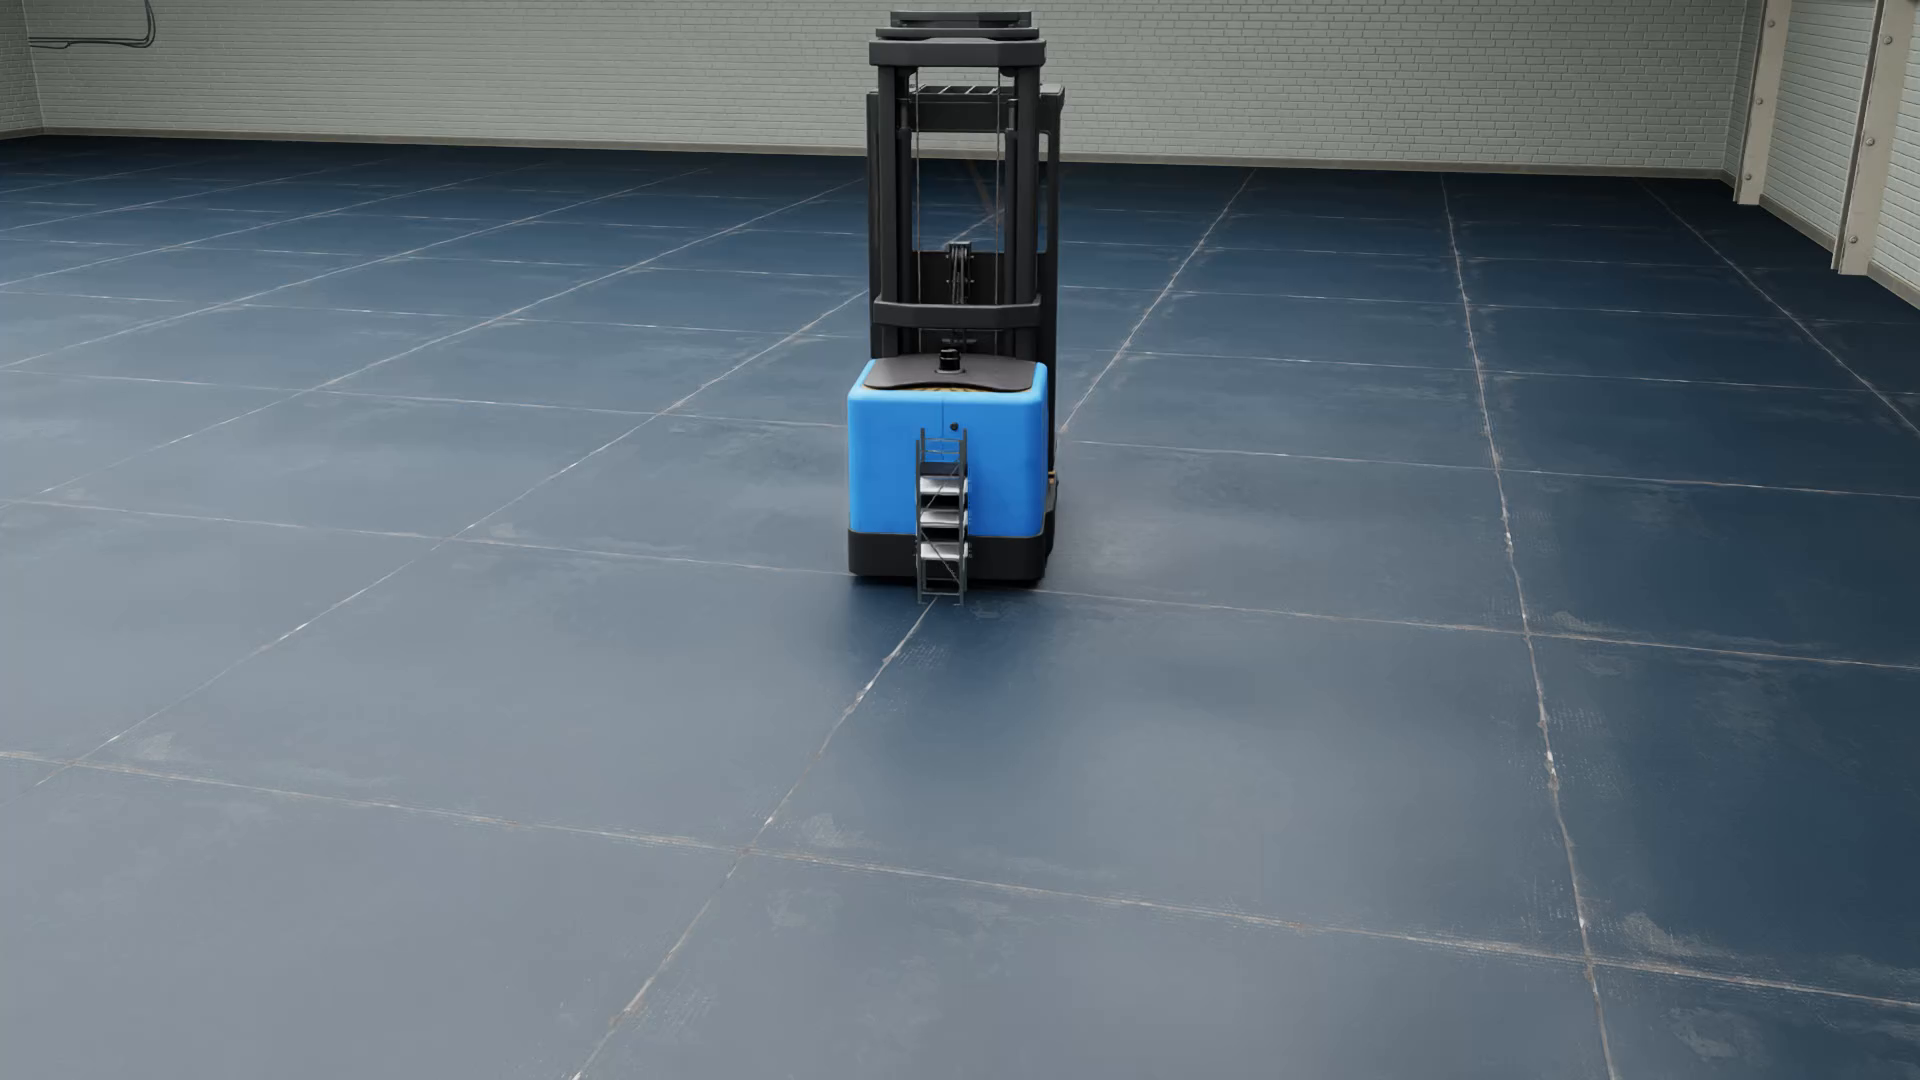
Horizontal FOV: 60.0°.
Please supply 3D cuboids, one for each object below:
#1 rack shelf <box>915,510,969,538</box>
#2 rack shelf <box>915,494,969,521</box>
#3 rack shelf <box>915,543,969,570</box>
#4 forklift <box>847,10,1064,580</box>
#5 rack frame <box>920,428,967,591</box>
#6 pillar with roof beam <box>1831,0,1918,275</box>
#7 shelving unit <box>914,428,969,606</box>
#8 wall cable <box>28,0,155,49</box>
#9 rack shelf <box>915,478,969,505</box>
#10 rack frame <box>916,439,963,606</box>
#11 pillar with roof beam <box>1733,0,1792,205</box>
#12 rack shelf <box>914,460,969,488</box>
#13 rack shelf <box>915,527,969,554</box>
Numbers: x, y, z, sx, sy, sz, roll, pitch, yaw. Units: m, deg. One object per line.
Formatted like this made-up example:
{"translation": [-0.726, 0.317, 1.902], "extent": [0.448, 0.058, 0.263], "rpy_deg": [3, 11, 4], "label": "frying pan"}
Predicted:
{"translation": [-0.093, -0.087, 8.643], "extent": [0.258, 0.077, 0.200], "rpy_deg": [2, 21, 5], "label": "rack shelf"}
{"translation": [-0.093, -0.172, 8.611], "extent": [0.258, 0.077, 0.200], "rpy_deg": [2, 21, 5], "label": "rack shelf"}
{"translation": [-0.092, 0.081, 8.707], "extent": [0.258, 0.077, 0.200], "rpy_deg": [2, 21, 5], "label": "rack shelf"}
{"translation": [0.040, -1.605, 9.851], "extent": [1.130, 2.935, 3.031], "rpy_deg": [2, 19, 5], "label": "forklift"}
{"translation": [-0.083, -0.155, 8.726], "extent": [0.240, 0.900, 0.006], "rpy_deg": [2, 21, 5], "label": "rack frame"}
{"translation": [5.652, -7.559, 17.897], "extent": [9.100, 9.000, 0.400], "rpy_deg": [5, 19, 13], "label": "pillar with roof beam"}
{"translation": [-0.093, -0.119, 8.632], "extent": [0.258, 0.900, 0.210], "rpy_deg": [2, 21, 5], "label": "shelving unit"}
{"translation": [-17.251, -10.937, 32.590], "extent": [3.097, 2.526, 0.112], "rpy_deg": [5, 19, 13], "label": "wall cable"}
{"translation": [-0.094, -0.256, 8.579], "extent": [0.258, 0.077, 0.200], "rpy_deg": [2, 21, 5], "label": "rack shelf"}
{"translation": [-0.103, -0.083, 8.537], "extent": [0.240, 0.900, 0.006], "rpy_deg": [2, 21, 5], "label": "rack frame"}
{"translation": [7.118, -9.440, 23.403], "extent": [9.100, 9.000, 0.400], "rpy_deg": [5, 19, 13], "label": "pillar with roof beam"}
{"translation": [-0.094, -0.340, 8.547], "extent": [0.258, 0.077, 0.200], "rpy_deg": [2, 21, 5], "label": "rack shelf"}
{"translation": [-0.093, -0.003, 8.675], "extent": [0.258, 0.077, 0.200], "rpy_deg": [2, 21, 5], "label": "rack shelf"}
